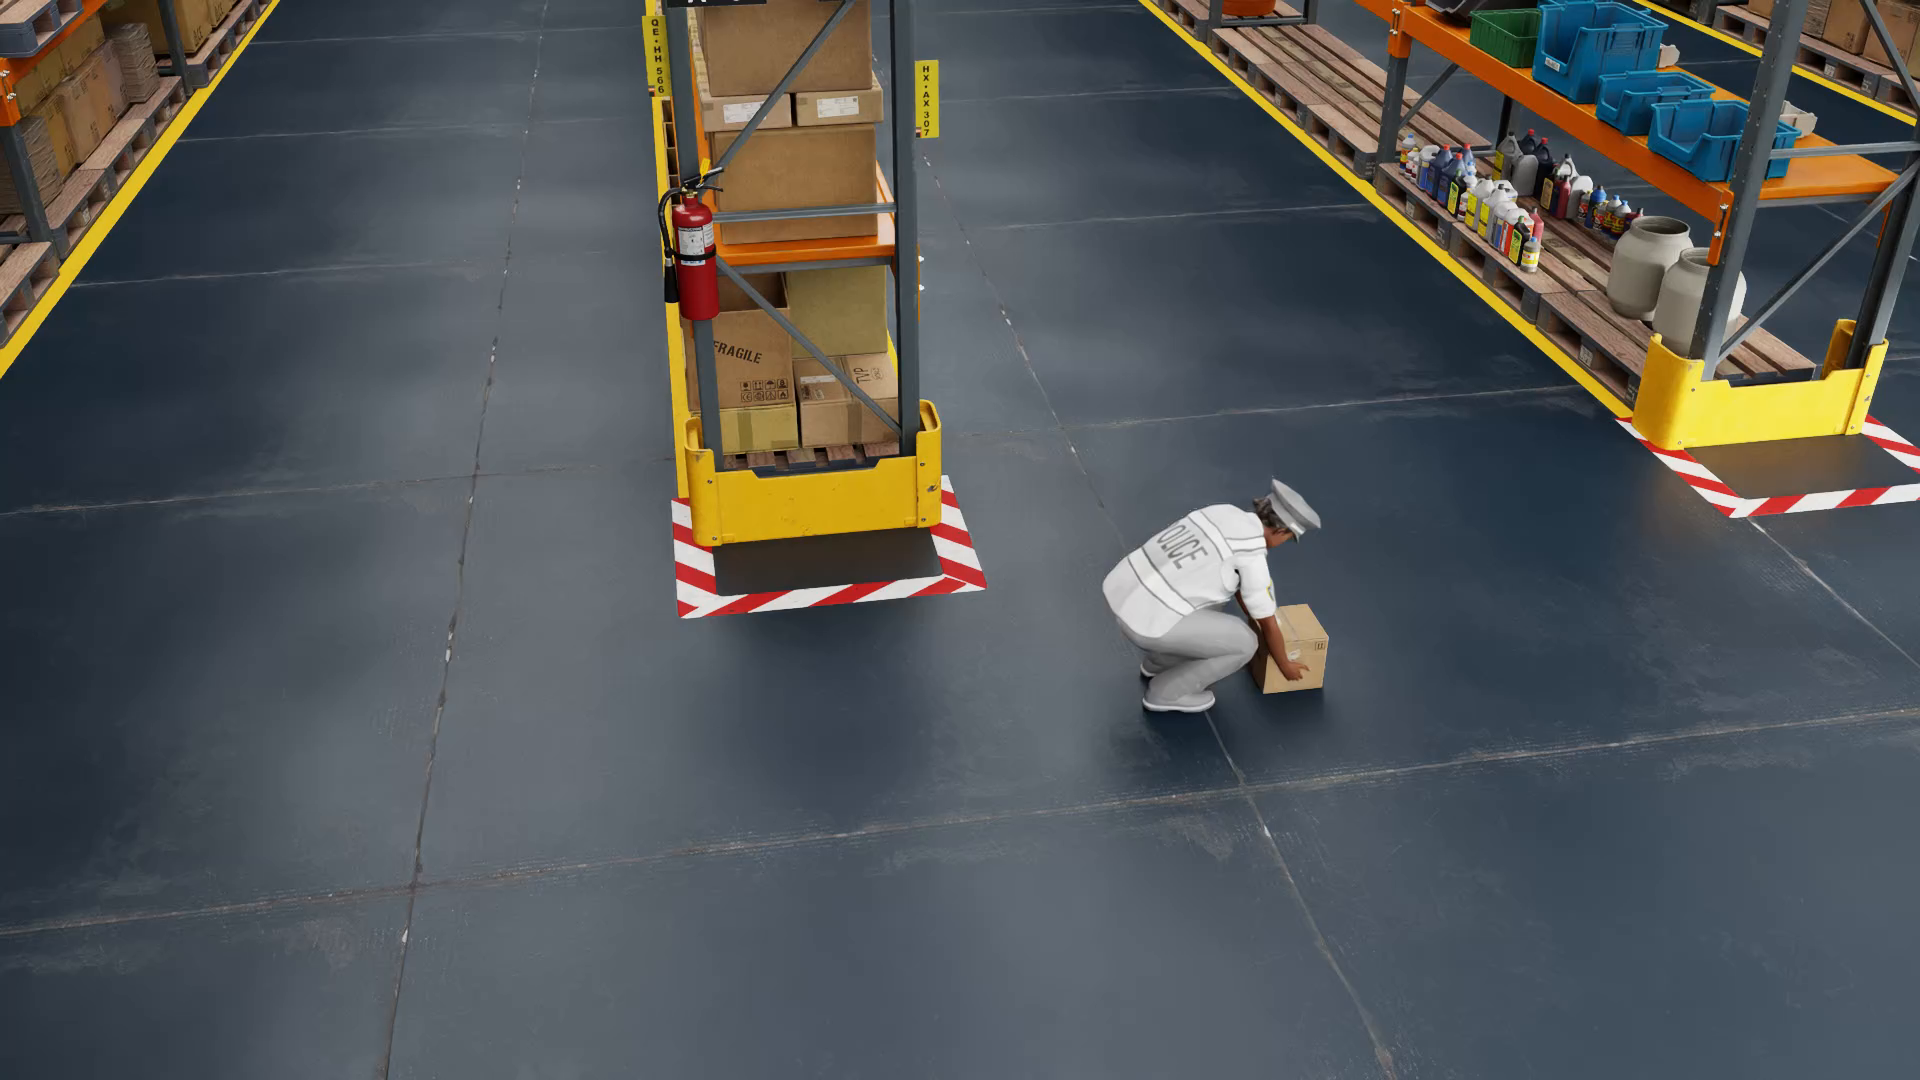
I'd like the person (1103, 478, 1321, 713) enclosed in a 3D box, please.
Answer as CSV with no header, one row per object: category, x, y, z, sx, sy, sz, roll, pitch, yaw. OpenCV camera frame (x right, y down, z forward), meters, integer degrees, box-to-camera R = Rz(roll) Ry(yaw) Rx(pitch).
person,0.993,0.215,6.561,0.866,0.865,0.482,-5,31,-9
